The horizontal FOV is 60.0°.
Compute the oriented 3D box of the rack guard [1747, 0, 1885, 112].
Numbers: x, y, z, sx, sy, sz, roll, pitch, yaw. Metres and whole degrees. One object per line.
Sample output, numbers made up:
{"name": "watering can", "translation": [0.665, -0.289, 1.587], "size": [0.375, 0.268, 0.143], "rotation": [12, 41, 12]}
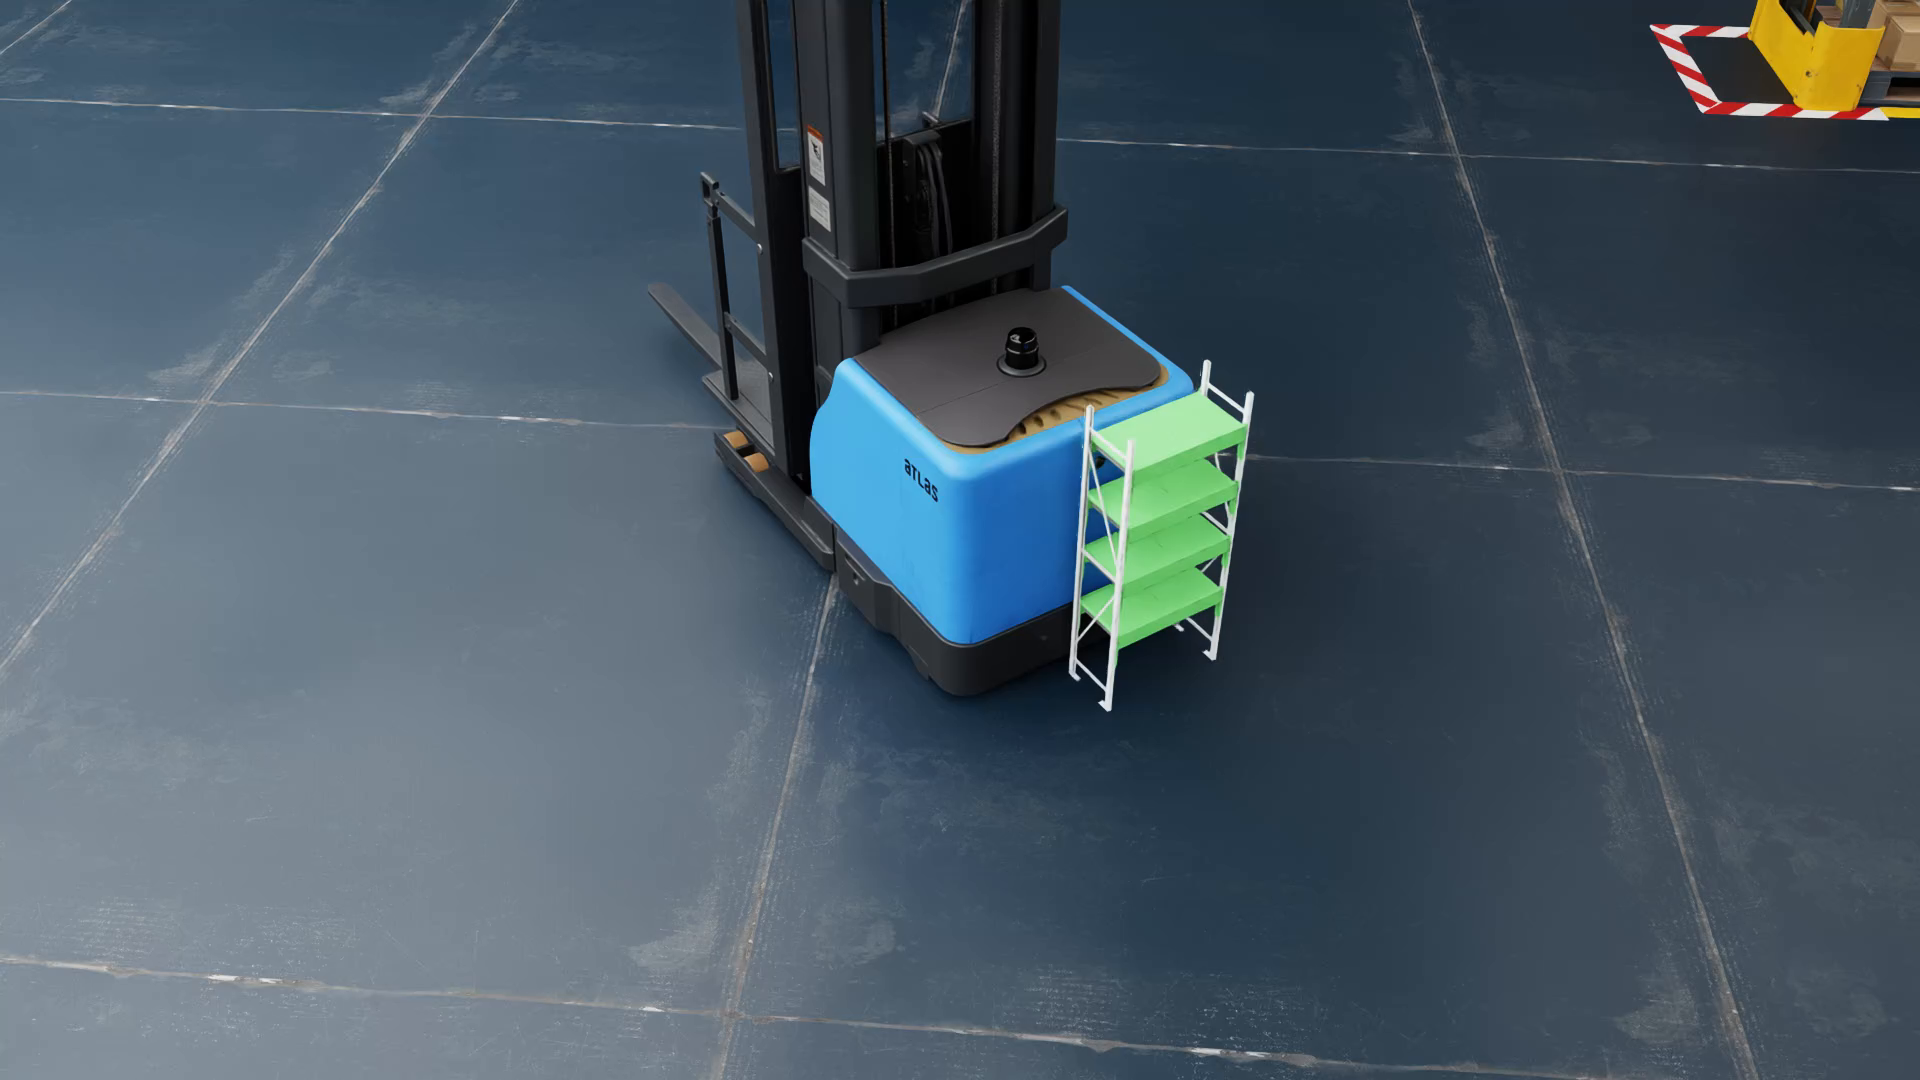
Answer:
{"name": "rack guard", "translation": [5.217, -3.111, 10.176], "size": [0.348, 0.500, 1.175], "rotation": [3, 39, 4]}

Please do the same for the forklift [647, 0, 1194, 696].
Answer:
{"name": "forklift", "translation": [-0.388, -1.480, 6.247], "size": [1.130, 2.935, 3.031], "rotation": [-22, 44, -25]}

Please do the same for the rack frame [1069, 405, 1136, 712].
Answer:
{"name": "rack frame", "translation": [0.477, 0.091, 5.685], "size": [0.015, 1.200, 0.240], "rotation": [-22, 45, -25]}

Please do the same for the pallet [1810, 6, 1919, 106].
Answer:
{"name": "pallet", "translation": [6.006, -2.983, 10.247], "size": [1.213, 0.211, 1.003], "rotation": [3, 39, 4]}

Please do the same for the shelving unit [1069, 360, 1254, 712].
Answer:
{"name": "shelving unit", "translation": [0.682, 0.007, 5.789], "size": [0.503, 1.200, 0.258], "rotation": [-22, 45, -25]}

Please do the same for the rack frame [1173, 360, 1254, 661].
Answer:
{"name": "rack frame", "translation": [0.886, -0.077, 5.892], "size": [0.015, 1.200, 0.240], "rotation": [-22, 45, -25]}

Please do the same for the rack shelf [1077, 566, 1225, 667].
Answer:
{"name": "rack shelf", "translation": [0.680, 0.240, 5.983], "size": [0.480, 0.148, 0.258], "rotation": [-22, 45, -25]}

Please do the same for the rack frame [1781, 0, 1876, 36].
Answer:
{"name": "rack frame", "translation": [5.241, -4.079, 9.386], "size": [0.127, 3.000, 1.000], "rotation": [3, 39, 4]}

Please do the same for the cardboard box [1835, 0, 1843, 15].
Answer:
{"name": "cardboard box", "translation": [5.801, -3.332, 10.313], "size": [0.500, 0.250, 0.500], "rotation": [3, 39, 4]}

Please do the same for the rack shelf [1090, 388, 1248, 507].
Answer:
{"name": "rack shelf", "translation": [0.685, -0.313, 5.523], "size": [0.480, 0.148, 0.258], "rotation": [-22, 45, -25]}

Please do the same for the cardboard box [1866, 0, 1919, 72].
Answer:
{"name": "cardboard box", "translation": [5.756, -3.007, 9.913], "size": [0.500, 0.250, 0.500], "rotation": [3, 39, 4]}

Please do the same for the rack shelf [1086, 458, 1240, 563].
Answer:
{"name": "rack shelf", "translation": [0.683, -0.129, 5.676], "size": [0.480, 0.148, 0.258], "rotation": [-22, 45, -25]}

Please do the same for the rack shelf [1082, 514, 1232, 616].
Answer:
{"name": "rack shelf", "translation": [0.682, 0.056, 5.830], "size": [0.480, 0.148, 0.258], "rotation": [-22, 45, -25]}
